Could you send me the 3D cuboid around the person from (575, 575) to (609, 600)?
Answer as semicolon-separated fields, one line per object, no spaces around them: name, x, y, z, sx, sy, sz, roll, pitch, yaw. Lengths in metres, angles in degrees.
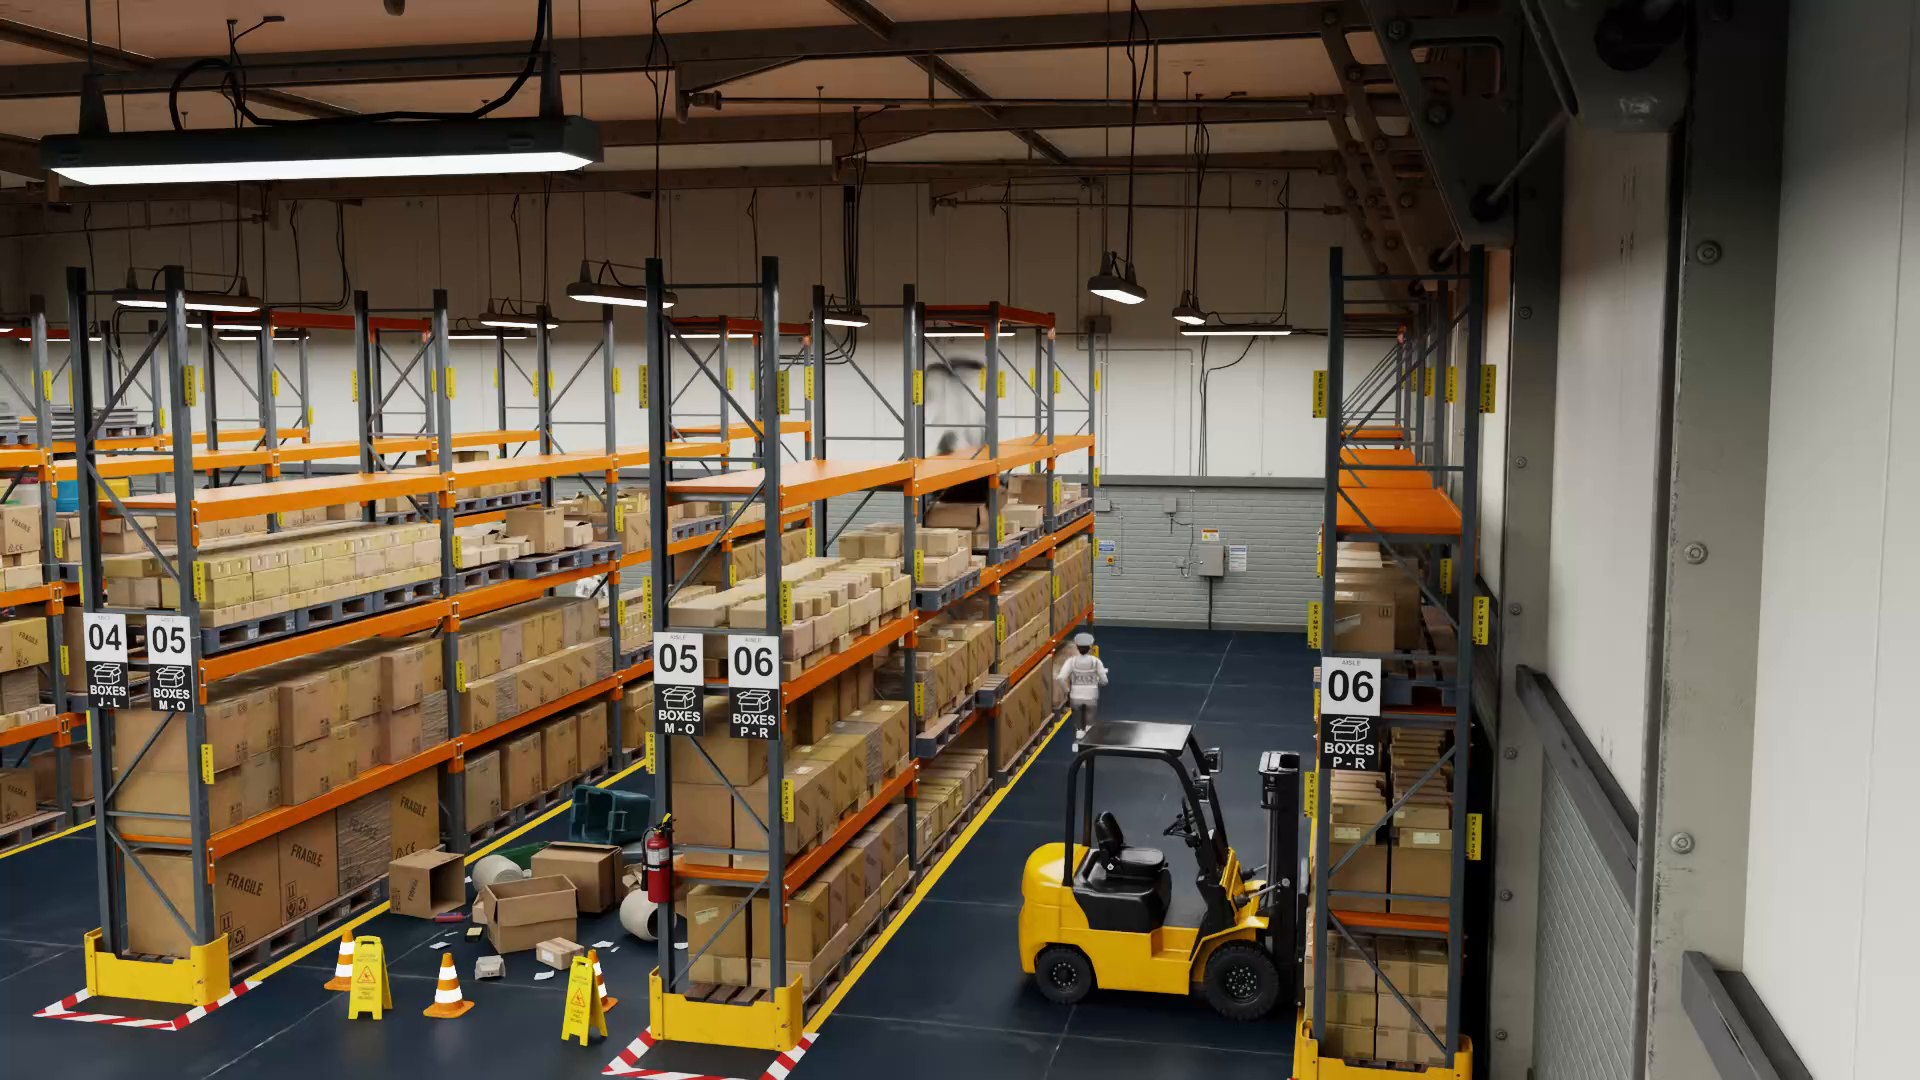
person;-6.869;1.219;31.101;0.654;1.657;0.647;-4;7;-37

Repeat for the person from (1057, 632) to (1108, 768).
person;1.512;1.999;20.483;0.627;1.719;0.676;1;6;6
